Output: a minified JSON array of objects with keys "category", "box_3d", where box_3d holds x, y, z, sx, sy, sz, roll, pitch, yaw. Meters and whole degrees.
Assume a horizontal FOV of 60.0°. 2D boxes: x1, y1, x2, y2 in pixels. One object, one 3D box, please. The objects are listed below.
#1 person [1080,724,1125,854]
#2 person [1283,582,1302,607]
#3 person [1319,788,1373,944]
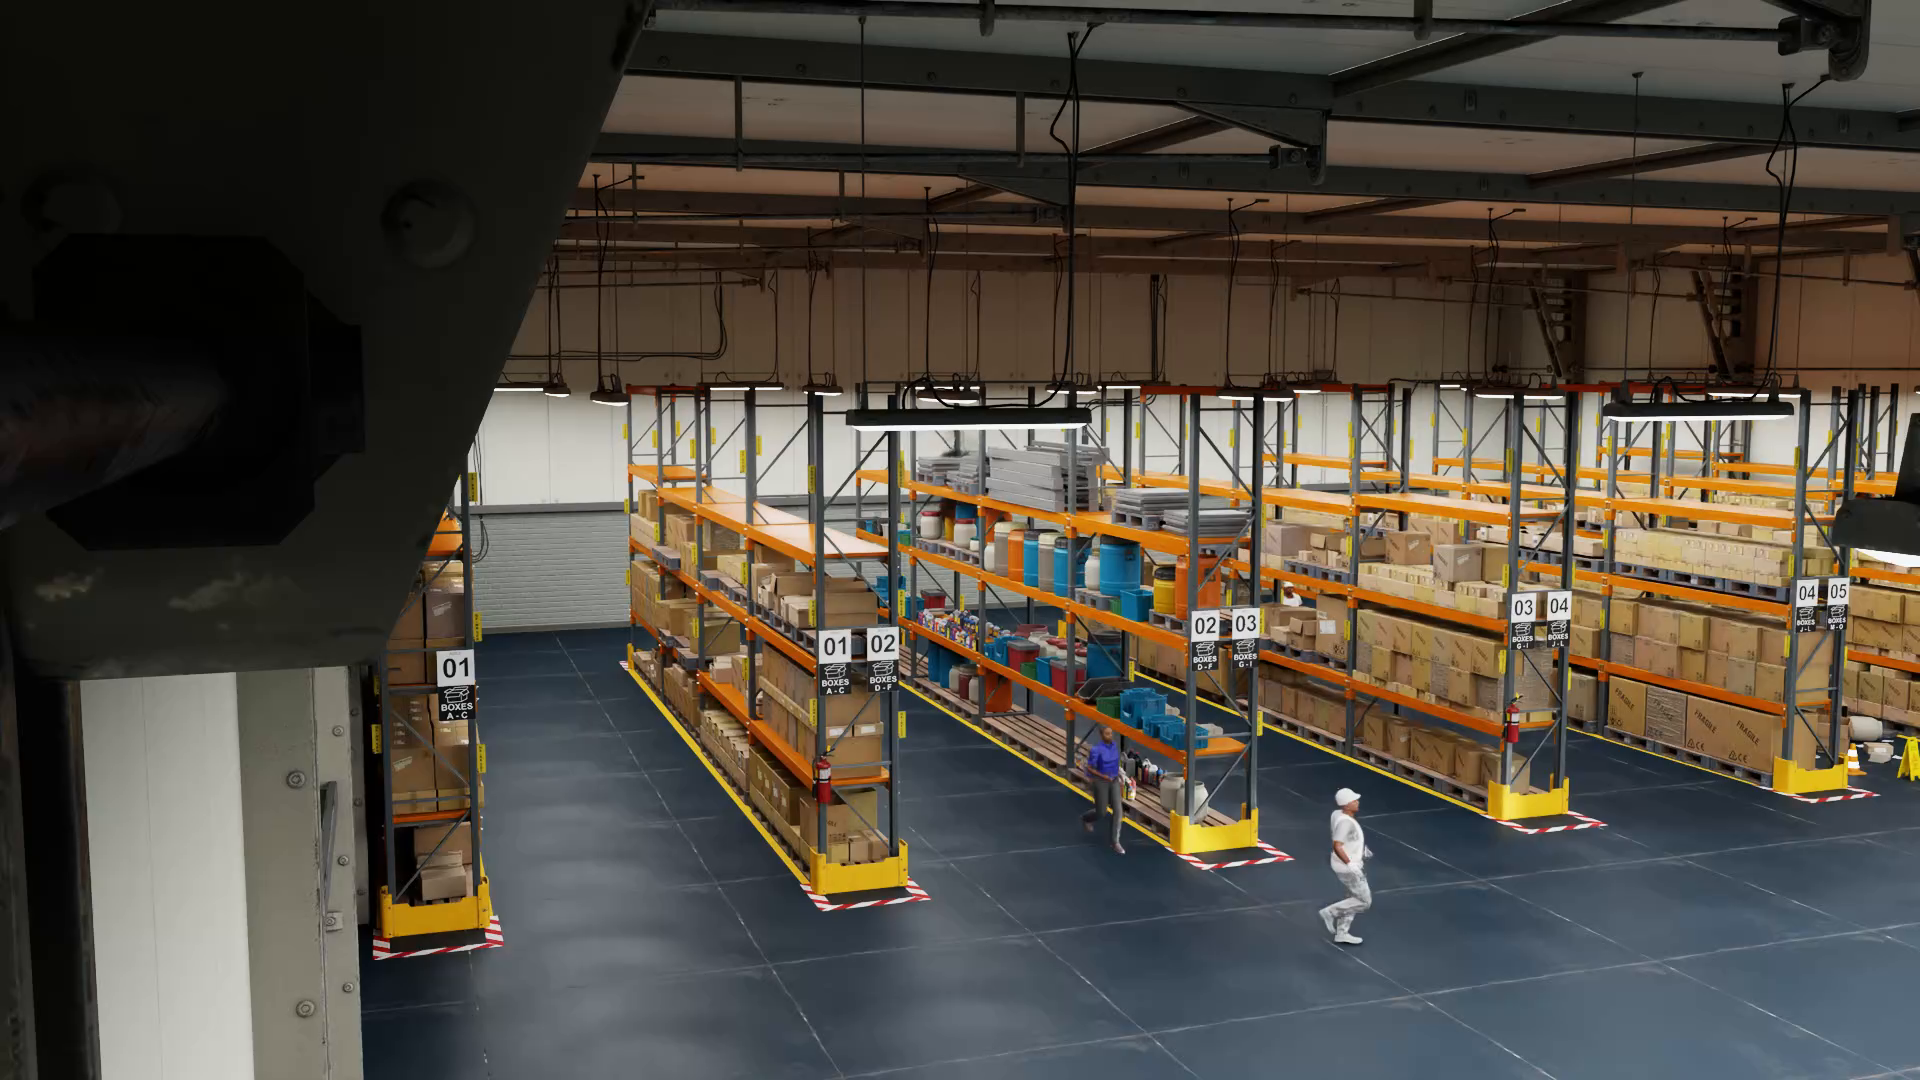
[{"category":"person","box_3d":[1.918,3.255,22.022,0.579,1.659,0.859,-3,7,-30]},{"category":"person","box_3d":[7.156,1.760,36.021,0.706,1.724,0.523,-1,6,-13]},{"category":"person","box_3d":[4.267,3.587,18.296,0.572,1.737,0.686,1,6,5]}]
